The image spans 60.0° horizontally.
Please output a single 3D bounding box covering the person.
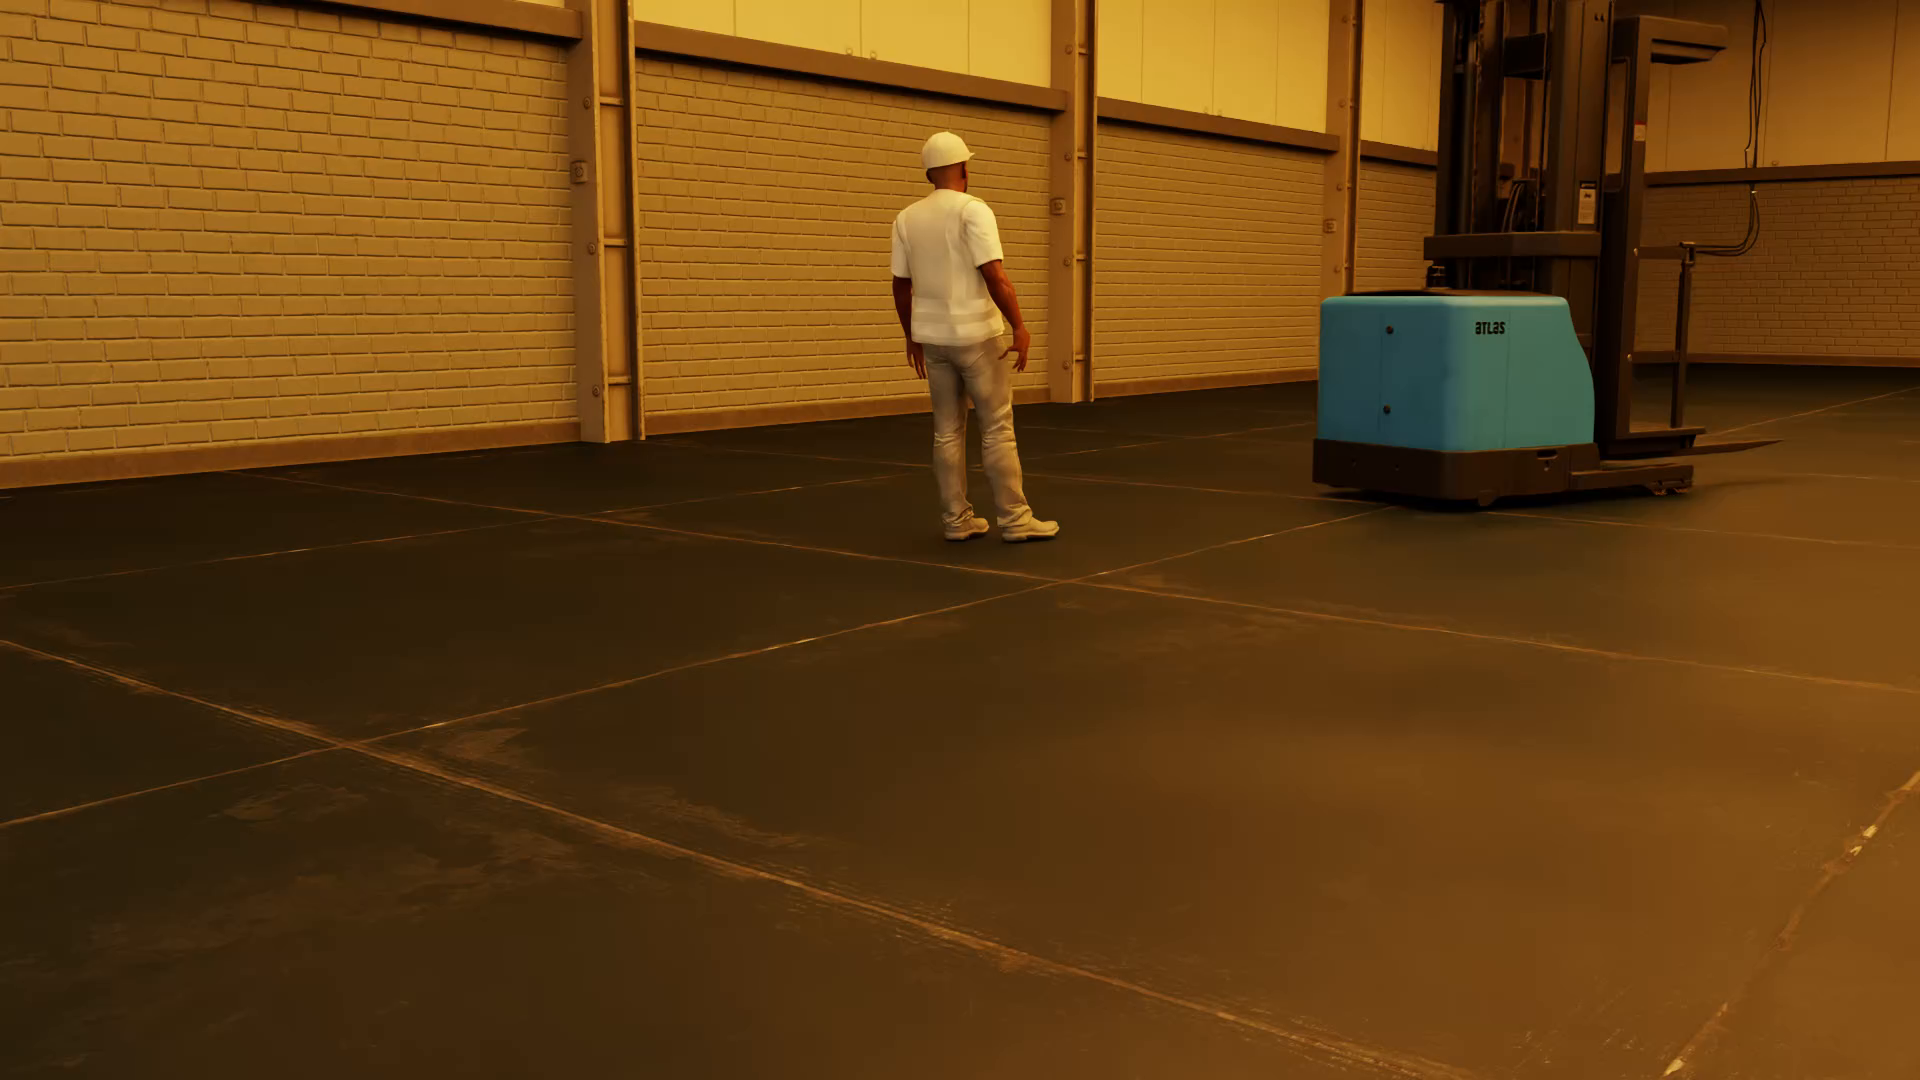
[{"bbox_3d":[0.049,-0.889,7.326,0.665,1.768,0.575,7,11,38],"label":"person"}]

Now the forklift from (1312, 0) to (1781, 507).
[{"bbox_3d":[3.445,-1.750,9.242,3.031,2.935,1.130,-5,10,-31],"label":"forklift"}]
